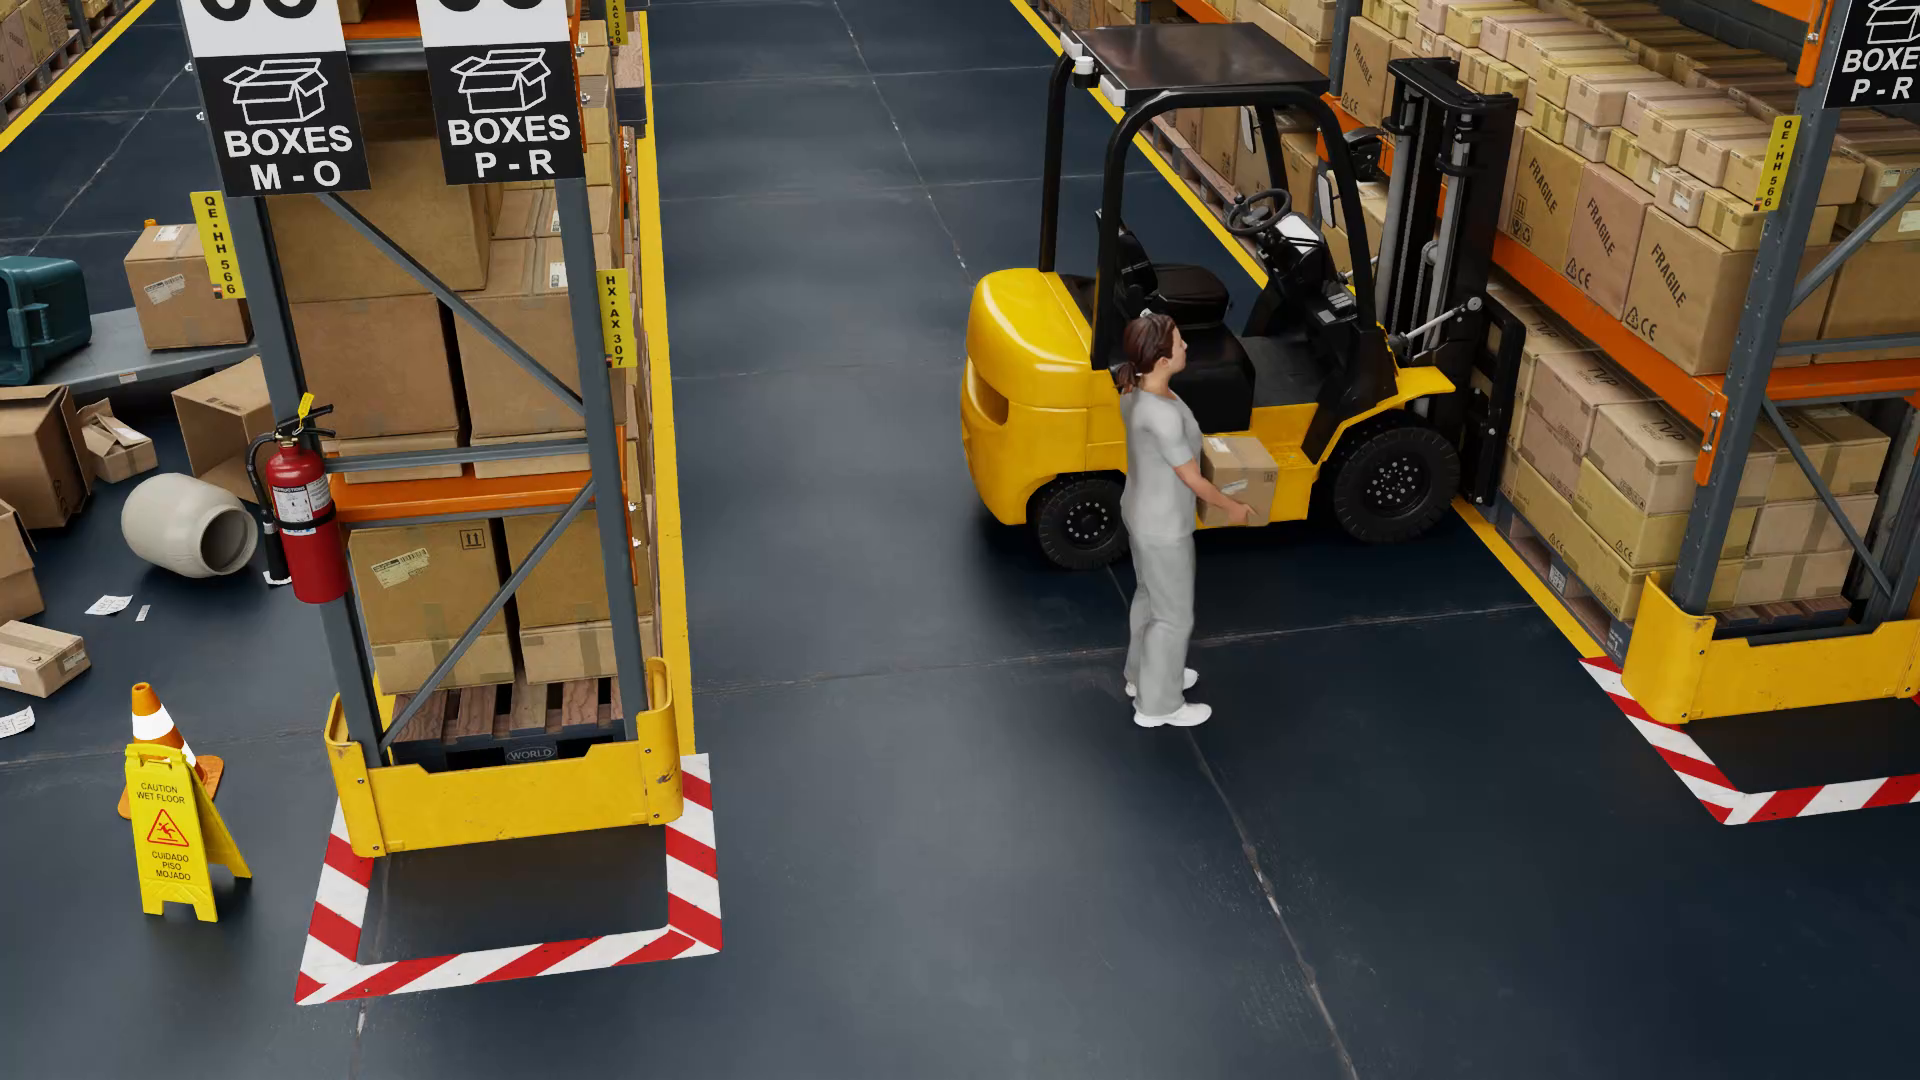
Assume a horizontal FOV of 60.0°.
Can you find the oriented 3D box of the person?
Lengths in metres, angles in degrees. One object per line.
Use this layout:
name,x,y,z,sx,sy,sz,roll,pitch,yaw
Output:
person,0.809,-0.109,6.247,0.544,1.602,0.445,-5,31,-9
